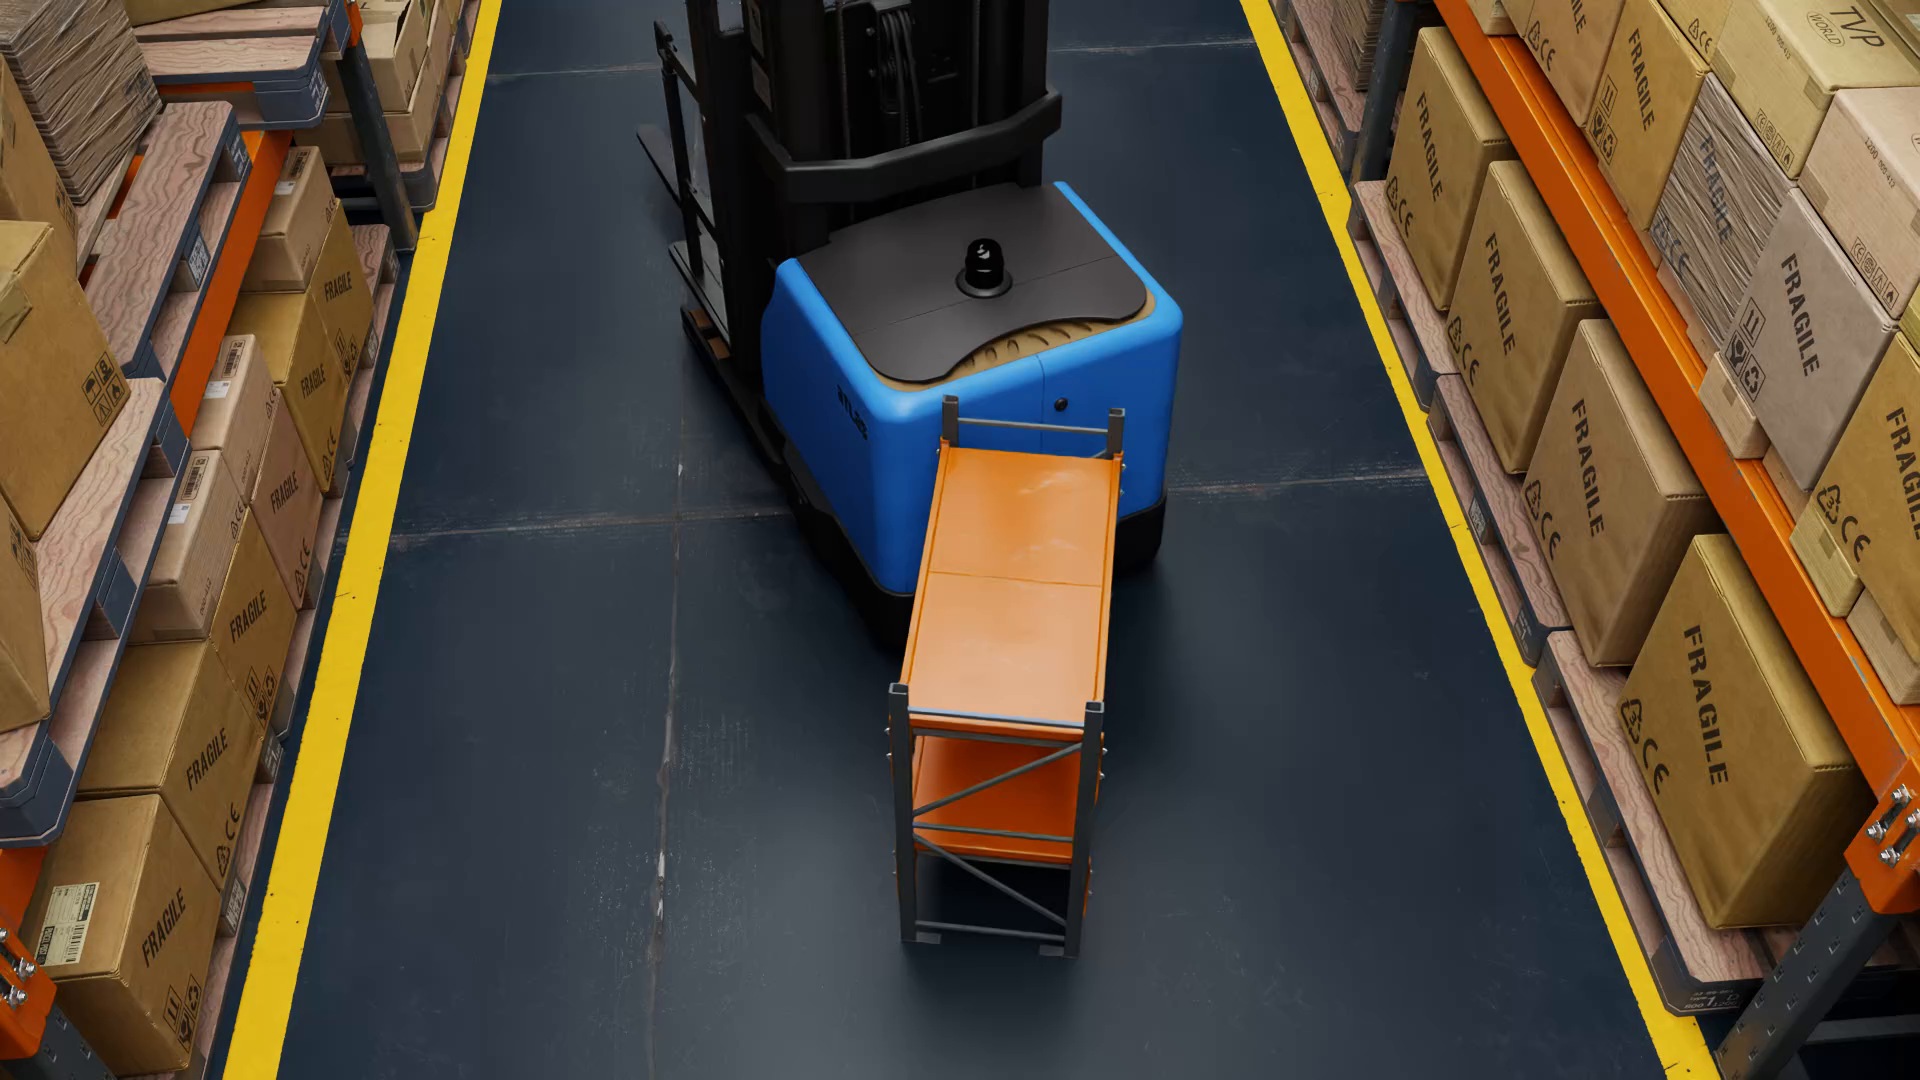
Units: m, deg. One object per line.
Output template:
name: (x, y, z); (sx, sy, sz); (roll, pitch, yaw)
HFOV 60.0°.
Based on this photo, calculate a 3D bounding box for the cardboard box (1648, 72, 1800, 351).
cardboard box: (2.138, -0.837, 4.189); (0.500, 0.500, 0.500); (-3, 47, -3)

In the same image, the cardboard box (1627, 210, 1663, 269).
cardboard box: (2.130, -0.905, 4.700); (0.380, 0.149, 0.250); (-2, 47, -2)

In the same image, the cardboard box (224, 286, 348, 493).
cardboard box: (-2.401, -0.487, 5.564); (0.500, 0.500, 0.500); (-5, 47, -5)

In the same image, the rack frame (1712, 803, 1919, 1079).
rack frame: (2.514, 0.358, 3.345); (1.000, 3.000, 0.127); (-3, 47, -3)

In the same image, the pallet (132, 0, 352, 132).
pallet: (-2.630, -1.680, 5.407); (1.213, 0.211, 1.003); (-3, 47, -3)

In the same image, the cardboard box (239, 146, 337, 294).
cardboard box: (-2.435, -1.079, 5.608); (0.500, 0.250, 0.500); (-2, 47, -2)

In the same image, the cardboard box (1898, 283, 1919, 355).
cardboard box: (2.220, -0.366, 3.226); (0.500, 0.250, 0.500); (-2, 47, -2)

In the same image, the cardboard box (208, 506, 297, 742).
cardboard box: (-2.309, 0.258, 4.858); (0.500, 0.500, 0.500); (-3, 47, -3)

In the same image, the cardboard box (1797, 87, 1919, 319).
cardboard box: (2.187, -0.736, 3.577); (0.500, 0.250, 0.500); (-3, 47, -2)

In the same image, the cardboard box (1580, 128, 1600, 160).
cardboard box: (2.112, -1.275, 5.051); (0.380, 0.149, 0.250); (-3, 47, -3)

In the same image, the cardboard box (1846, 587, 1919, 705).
cardboard box: (2.204, 0.210, 3.644); (0.380, 0.149, 0.250); (-3, 47, -3)

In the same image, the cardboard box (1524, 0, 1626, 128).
cardboard box: (2.040, -1.574, 4.887); (0.500, 0.500, 0.500); (-4, 47, -3)

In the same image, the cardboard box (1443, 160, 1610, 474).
cardboard box: (2.177, -0.767, 5.602); (0.750, 0.750, 0.750); (-4, 47, -3)

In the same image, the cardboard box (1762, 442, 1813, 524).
cardboard box: (2.183, -0.161, 3.996); (0.380, 0.149, 0.250); (-2, 47, -2)

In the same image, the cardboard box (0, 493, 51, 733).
cardboard box: (-2.238, 0.127, 3.206); (0.700, 0.500, 0.500); (-18, 49, -16)

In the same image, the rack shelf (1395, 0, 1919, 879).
rack shelf: (2.347, -0.842, 4.977); (1.077, 0.370, 4.000); (-3, 47, -3)

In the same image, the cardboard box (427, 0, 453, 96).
cardboard box: (-2.551, -2.192, 7.364); (0.500, 0.250, 0.500); (-5, 47, -4)

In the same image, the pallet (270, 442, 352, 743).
pallet: (-2.633, 0.150, 5.463); (1.003, 0.211, 1.213); (-3, 47, -3)

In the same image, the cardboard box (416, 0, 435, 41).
cardboard box: (-2.560, -2.400, 7.176); (0.500, 0.311, 0.500); (-5, 47, -4)

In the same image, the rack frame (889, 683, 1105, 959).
rack frame: (0.084, 0.752, 4.263); (0.500, 1.125, 0.032); (5, 47, 5)

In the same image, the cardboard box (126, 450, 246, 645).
cardboard box: (-2.303, 0.024, 4.564); (0.500, 0.250, 0.500); (-3, 47, -3)

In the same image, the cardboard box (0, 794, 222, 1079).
cardboard box: (-2.219, 1.005, 4.151); (0.500, 0.500, 0.500); (-5, 47, -5)

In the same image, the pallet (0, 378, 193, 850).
pallet: (-2.380, 0.143, 3.681); (1.003, 0.211, 1.213); (-3, 47, -3)

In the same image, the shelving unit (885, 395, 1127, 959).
shelving unit: (0.143, 0.385, 4.611); (0.538, 1.125, 1.048); (5, 47, 5)

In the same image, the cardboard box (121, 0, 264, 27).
cardboard box: (-2.591, -1.962, 5.184); (0.700, 0.500, 0.500); (-18, 49, -16)

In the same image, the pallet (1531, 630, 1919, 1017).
pallet: (2.375, 0.763, 4.882); (1.003, 0.211, 1.213); (-3, 47, -3)

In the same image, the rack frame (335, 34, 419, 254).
rack frame: (-2.757, -2.232, 5.798); (1.000, 3.000, 0.127); (-3, 47, -3)

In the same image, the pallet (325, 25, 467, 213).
pallet: (-2.787, -1.871, 7.377); (1.003, 0.211, 1.213); (-3, 47, -3)

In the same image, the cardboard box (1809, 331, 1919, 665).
cardboard box: (2.224, -0.104, 3.495); (0.500, 0.500, 0.500); (-4, 47, -4)

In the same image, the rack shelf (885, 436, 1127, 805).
rack shelf: (0.143, 0.184, 4.398); (0.538, 0.278, 1.000); (5, 47, 5)

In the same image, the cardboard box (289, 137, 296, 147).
cardboard box: (-3.044, -1.797, 6.990); (0.500, 0.250, 0.500); (-2, 47, -2)

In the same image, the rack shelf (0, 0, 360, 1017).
rack shelf: (-2.589, -0.538, 4.689); (1.077, 0.370, 4.000); (-3, 47, -3)

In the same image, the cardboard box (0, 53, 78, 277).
cardboard box: (-2.631, -0.791, 4.076); (0.700, 0.500, 0.500); (-14, 48, -13)

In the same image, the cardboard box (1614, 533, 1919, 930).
cardboard box: (2.330, 0.490, 4.411); (0.750, 0.750, 0.750); (-3, 47, -3)

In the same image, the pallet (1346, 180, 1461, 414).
pallet: (2.170, -1.002, 6.554); (1.003, 0.211, 1.213); (-3, 47, -3)

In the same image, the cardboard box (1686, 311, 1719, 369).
cardboard box: (2.147, -0.530, 4.345); (0.380, 0.149, 0.250); (-3, 47, -3)

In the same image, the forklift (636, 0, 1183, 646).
forklift: (-0.418, -1.747, 5.386); (1.130, 2.935, 3.031); (-20, 50, -18)
